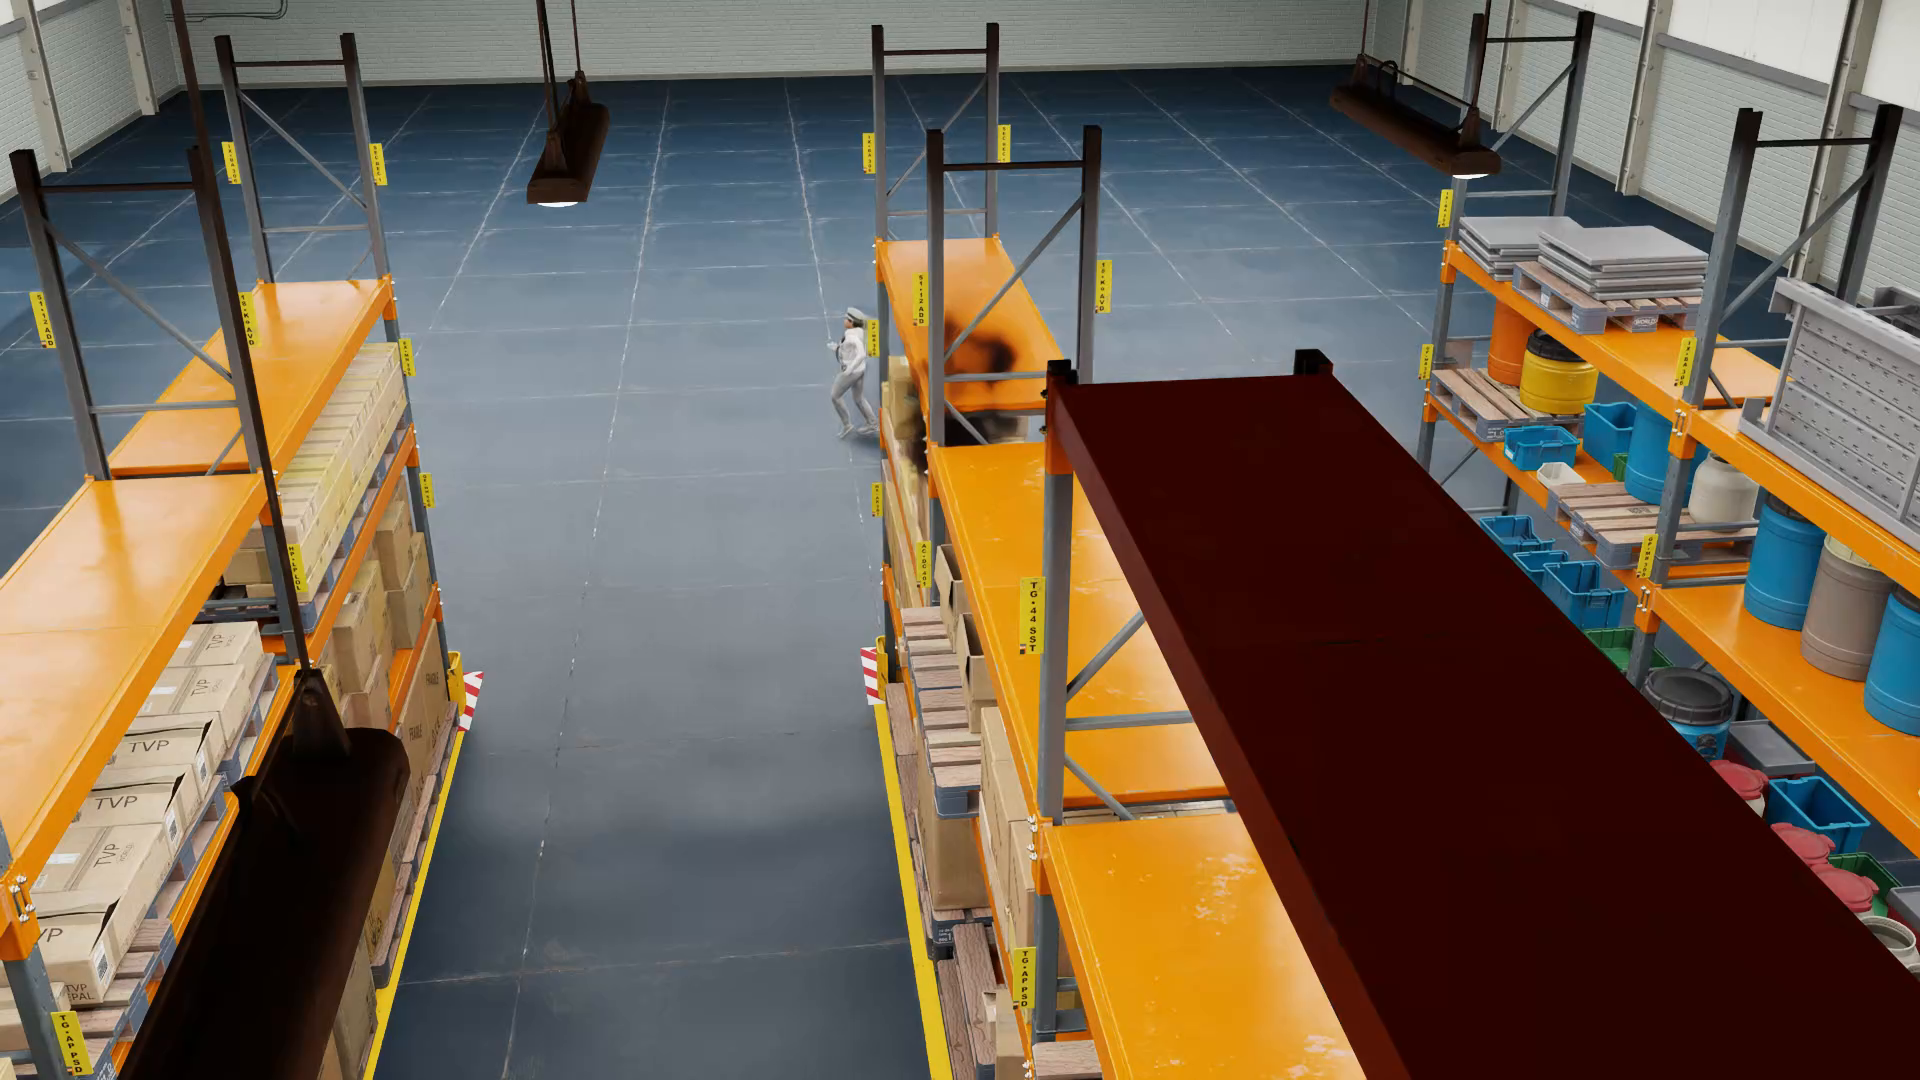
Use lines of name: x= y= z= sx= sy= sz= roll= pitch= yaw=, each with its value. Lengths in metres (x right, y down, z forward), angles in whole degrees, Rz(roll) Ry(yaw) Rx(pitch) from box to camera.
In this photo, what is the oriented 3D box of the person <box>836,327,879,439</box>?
person: x=1.820 y=-0.523 z=17.945 sx=8.458 sy=1.478 sz=5.237 roll=7 pitch=26 yaw=15
